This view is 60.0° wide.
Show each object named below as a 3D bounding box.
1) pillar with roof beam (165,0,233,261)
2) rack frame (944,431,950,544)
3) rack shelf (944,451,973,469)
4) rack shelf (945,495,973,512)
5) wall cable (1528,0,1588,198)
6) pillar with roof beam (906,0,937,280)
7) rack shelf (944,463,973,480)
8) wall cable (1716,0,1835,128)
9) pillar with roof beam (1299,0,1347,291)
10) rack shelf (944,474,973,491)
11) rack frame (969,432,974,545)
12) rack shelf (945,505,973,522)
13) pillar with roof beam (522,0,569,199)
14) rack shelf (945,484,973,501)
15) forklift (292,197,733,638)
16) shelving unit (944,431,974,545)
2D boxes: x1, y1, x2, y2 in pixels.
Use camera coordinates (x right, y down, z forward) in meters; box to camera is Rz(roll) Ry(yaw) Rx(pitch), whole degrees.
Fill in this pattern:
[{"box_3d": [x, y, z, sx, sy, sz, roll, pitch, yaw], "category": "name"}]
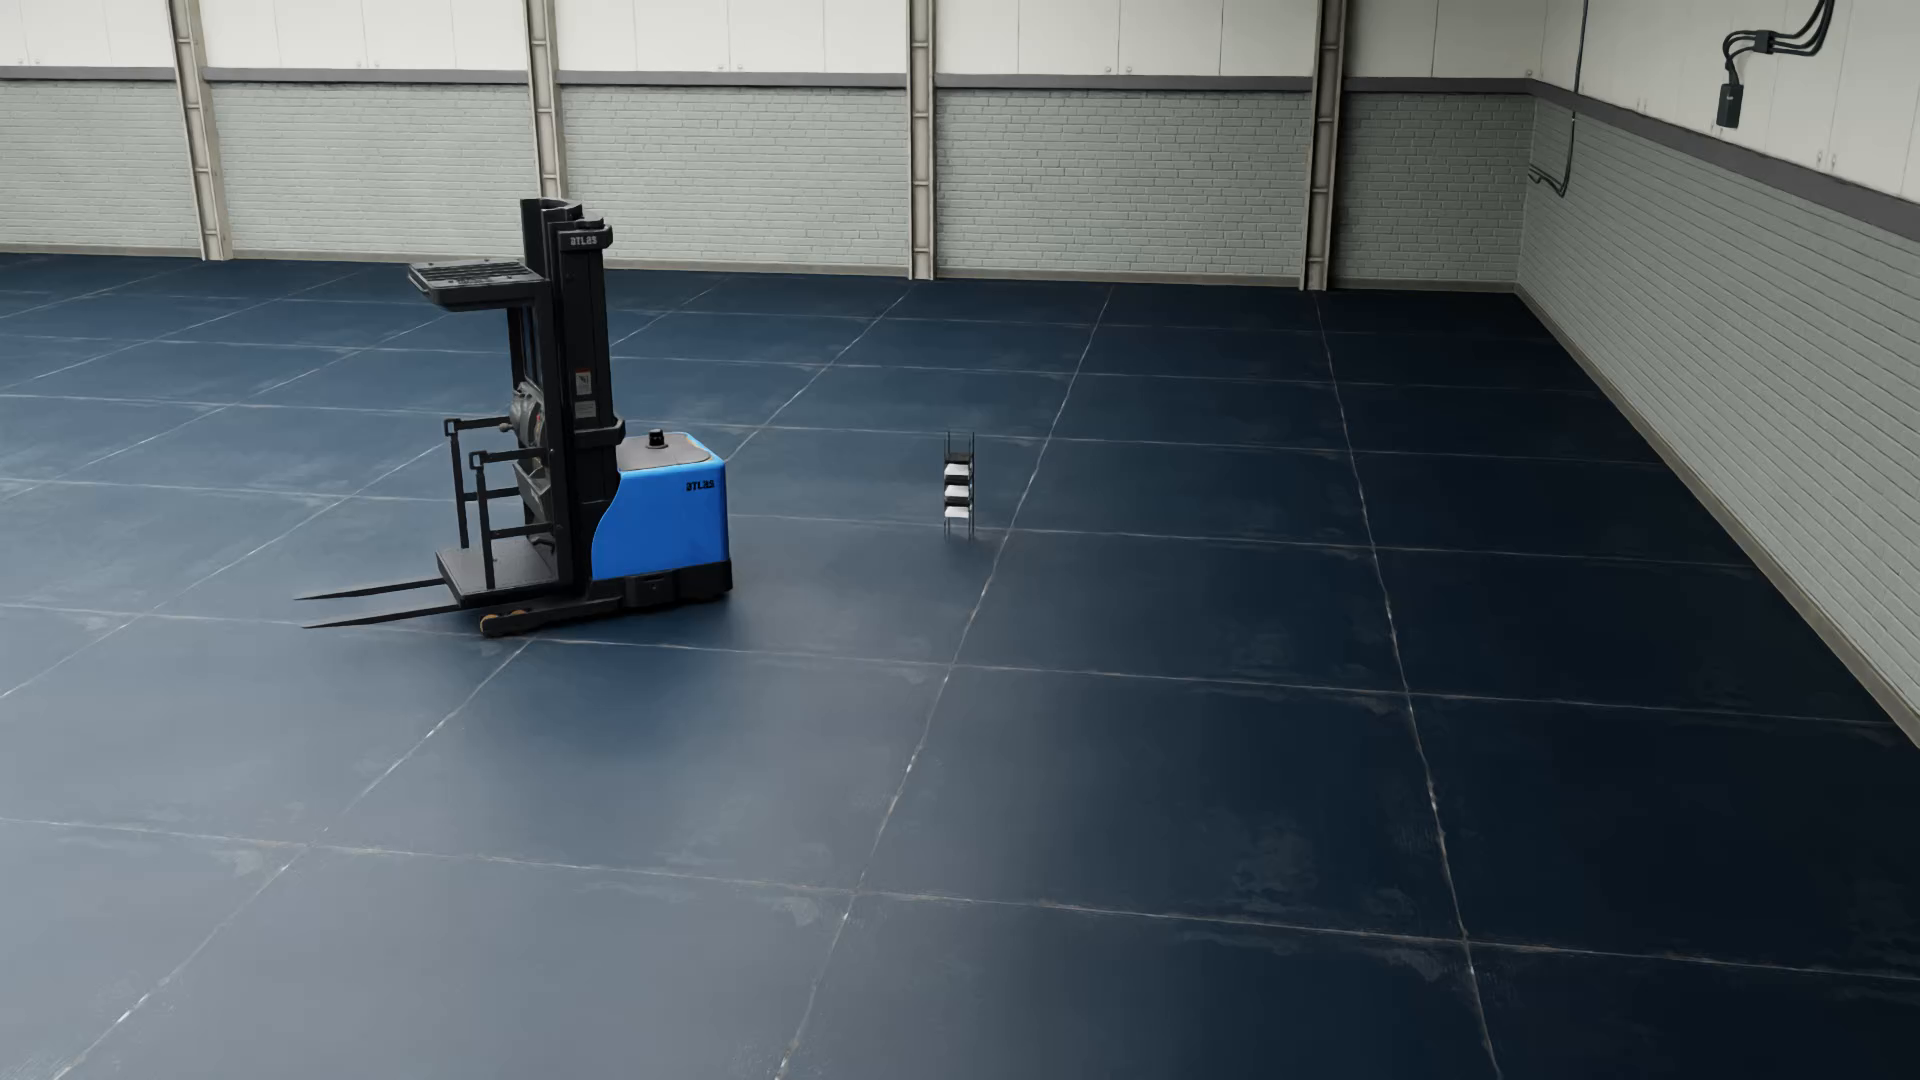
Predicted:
[{"box_3d": [-13.114, -7.627, 22.415, 0.400, 9.000, 9.100, 3, 19, 9], "category": "pillar with roof beam"}, {"box_3d": [-0.108, -0.432, 13.677, 0.006, 0.900, 0.240, 3, 19, 9], "category": "rack frame"}, {"box_3d": [-0.008, -0.652, 13.586, 0.200, 0.077, 0.258, 3, 19, 9], "category": "rack shelf"}, {"box_3d": [-0.008, -0.310, 13.701, 0.200, 0.077, 0.258, 3, 19, 9], "category": "rack shelf"}, {"box_3d": [8.039, -6.034, 22.550, 0.112, 2.526, 3.097, 3, 19, 9], "category": "wall cable"}, {"box_3d": [-1.266, -7.023, 20.610, 0.400, 9.000, 9.100, 3, 19, 9], "category": "pillar with roof beam"}, {"box_3d": [-0.008, -0.566, 13.615, 0.200, 0.077, 0.258, 3, 19, 9], "category": "rack shelf"}, {"box_3d": [6.518, -6.146, 12.631, 0.169, 6.003, 2.305, 3, 19, 9], "category": "wall cable"}, {"box_3d": [4.658, -6.721, 19.708, 0.400, 9.000, 9.100, 3, 19, 9], "category": "pillar with roof beam"}, {"box_3d": [-0.008, -0.481, 13.644, 0.200, 0.077, 0.258, 3, 19, 9], "category": "rack shelf"}, {"box_3d": [0.092, -0.422, 13.646, 0.006, 0.900, 0.240, 3, 19, 9], "category": "rack frame"}, {"box_3d": [-0.008, -0.225, 13.729, 0.200, 0.077, 0.258, 3, 19, 9], "category": "rack shelf"}, {"box_3d": [-7.190, -7.325, 21.513, 0.400, 9.000, 9.100, 3, 19, 9], "category": "pillar with roof beam"}, {"box_3d": [-0.008, -0.396, 13.672, 0.200, 0.077, 0.258, 3, 19, 9], "category": "rack shelf"}, {"box_3d": [-3.266, -0.887, 11.835, 3.031, 2.935, 1.130, -9, 20, -24], "category": "forklift"}, {"box_3d": [-0.008, -0.427, 13.662, 0.210, 0.900, 0.258, 3, 19, 9], "category": "shelving unit"}]
